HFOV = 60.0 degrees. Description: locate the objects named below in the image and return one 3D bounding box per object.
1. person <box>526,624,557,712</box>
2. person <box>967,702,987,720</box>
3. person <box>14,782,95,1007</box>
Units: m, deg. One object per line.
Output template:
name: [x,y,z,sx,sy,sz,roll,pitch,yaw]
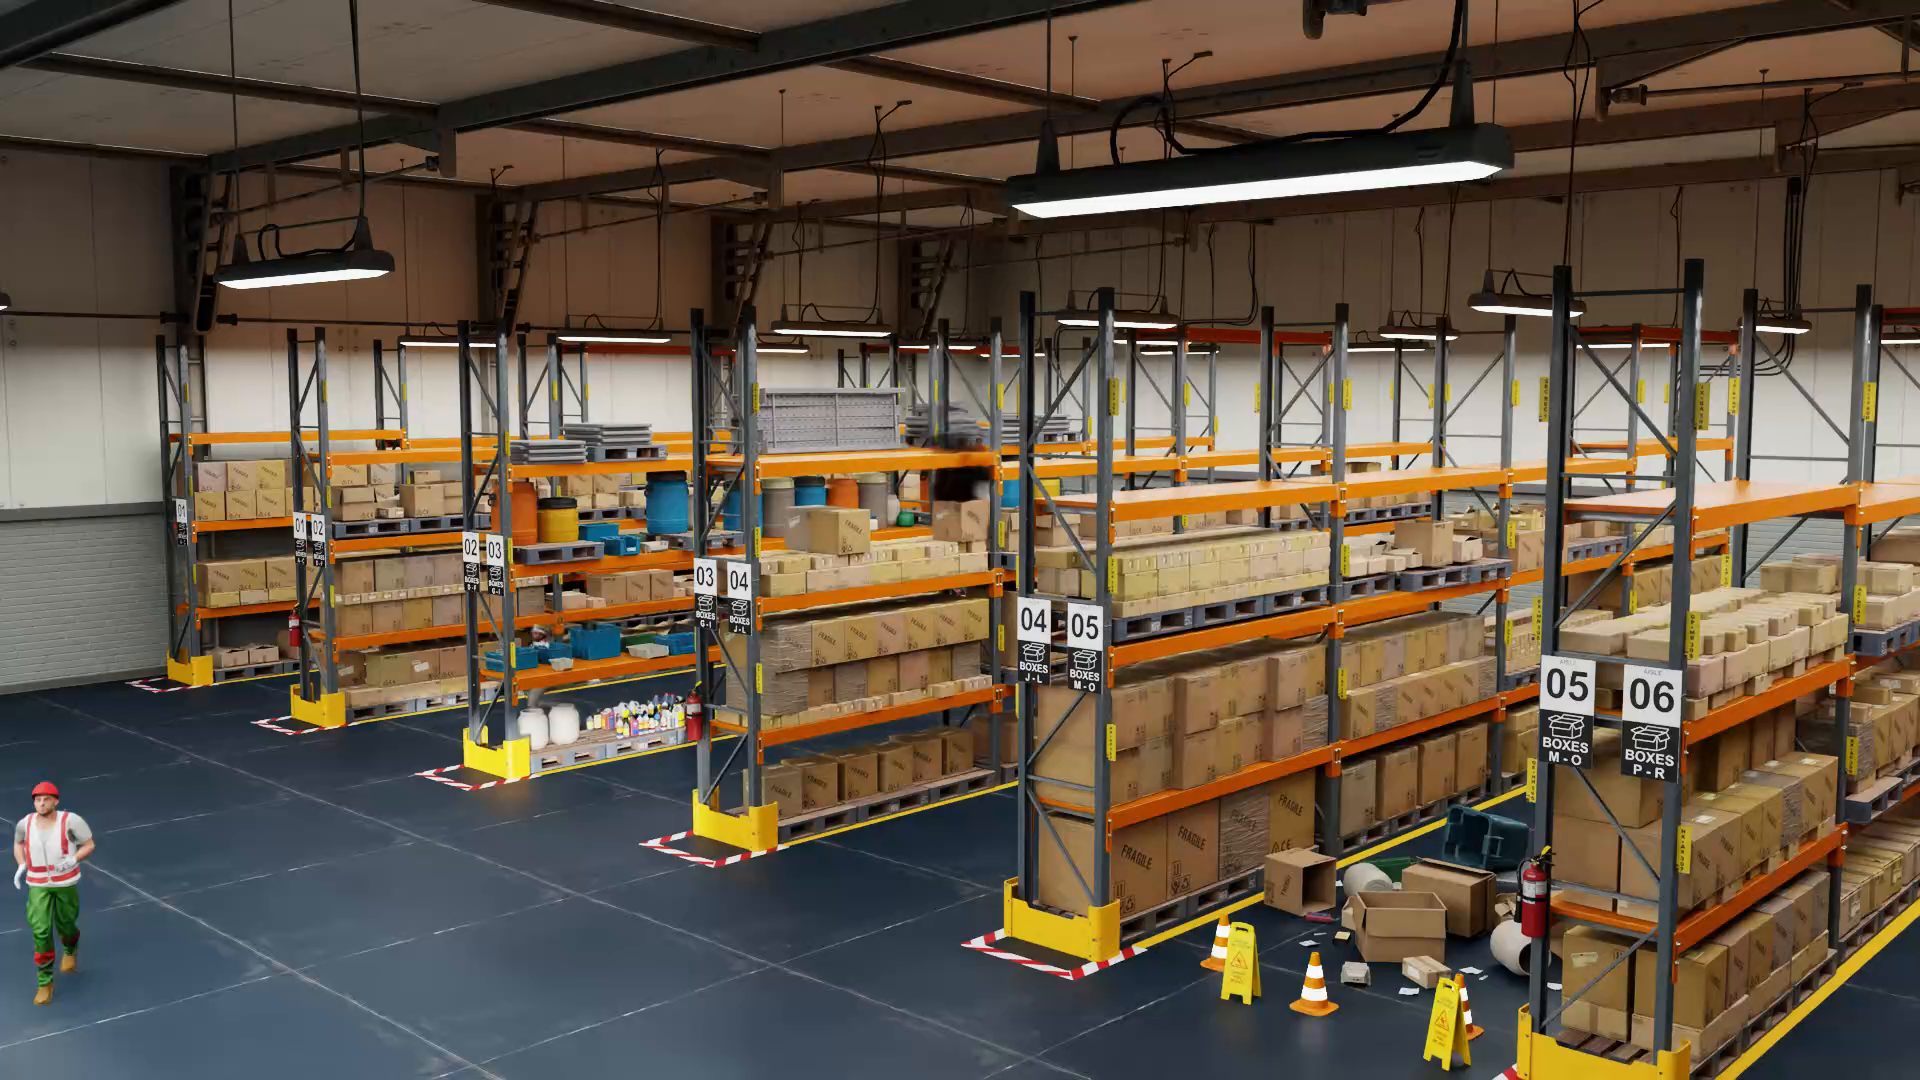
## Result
person: [-6.156,2.054,24.514,0.584,1.669,0.668,5,7,42]
person: [0.171,1.924,25.213,0.679,1.756,0.648,4,7,39]
person: [-7.701,2.936,14.154,0.640,1.814,0.852,-2,6,-19]
